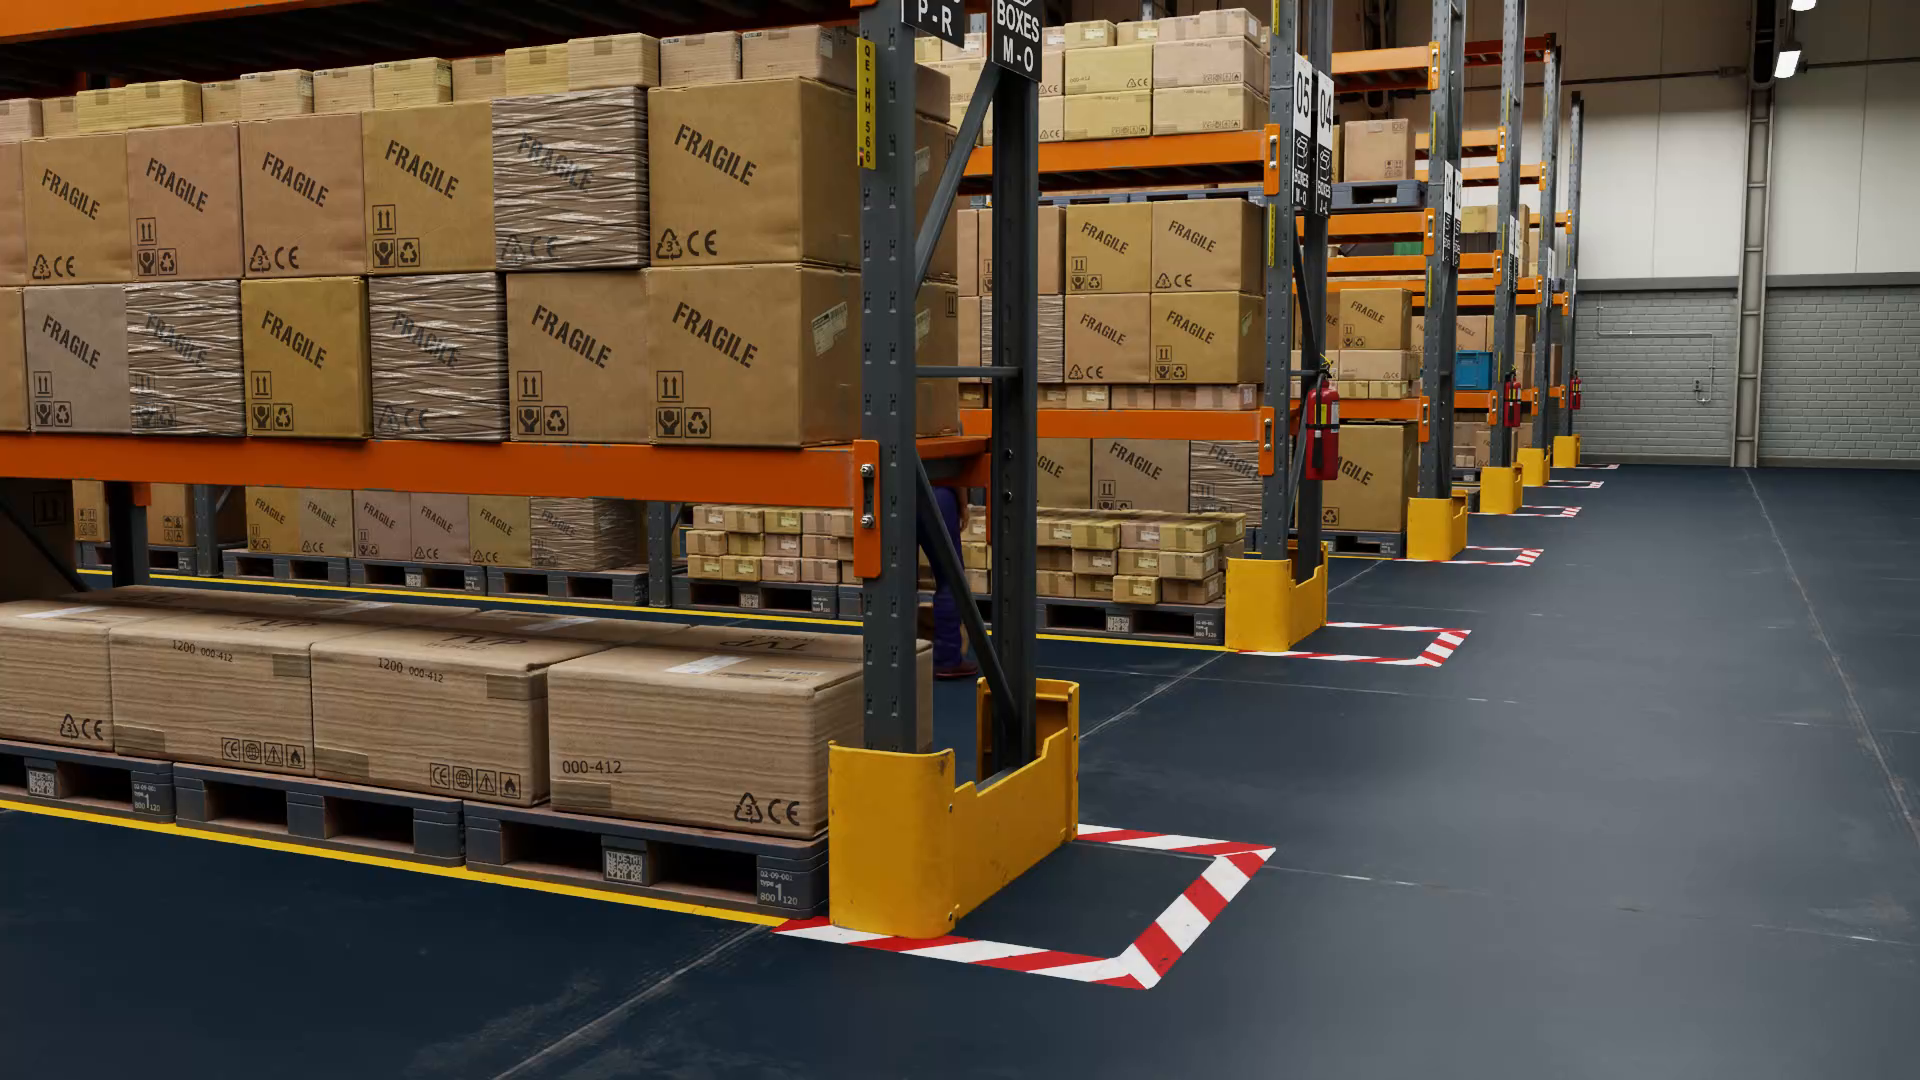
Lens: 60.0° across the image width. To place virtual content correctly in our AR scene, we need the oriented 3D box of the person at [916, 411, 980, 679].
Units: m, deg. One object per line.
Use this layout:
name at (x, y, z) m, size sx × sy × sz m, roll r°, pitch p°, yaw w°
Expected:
person at (-0.184, -0.146, 8.283) m, size 0.535 × 1.653 × 0.422 m, roll 2°, pitch 6°, yaw 22°
